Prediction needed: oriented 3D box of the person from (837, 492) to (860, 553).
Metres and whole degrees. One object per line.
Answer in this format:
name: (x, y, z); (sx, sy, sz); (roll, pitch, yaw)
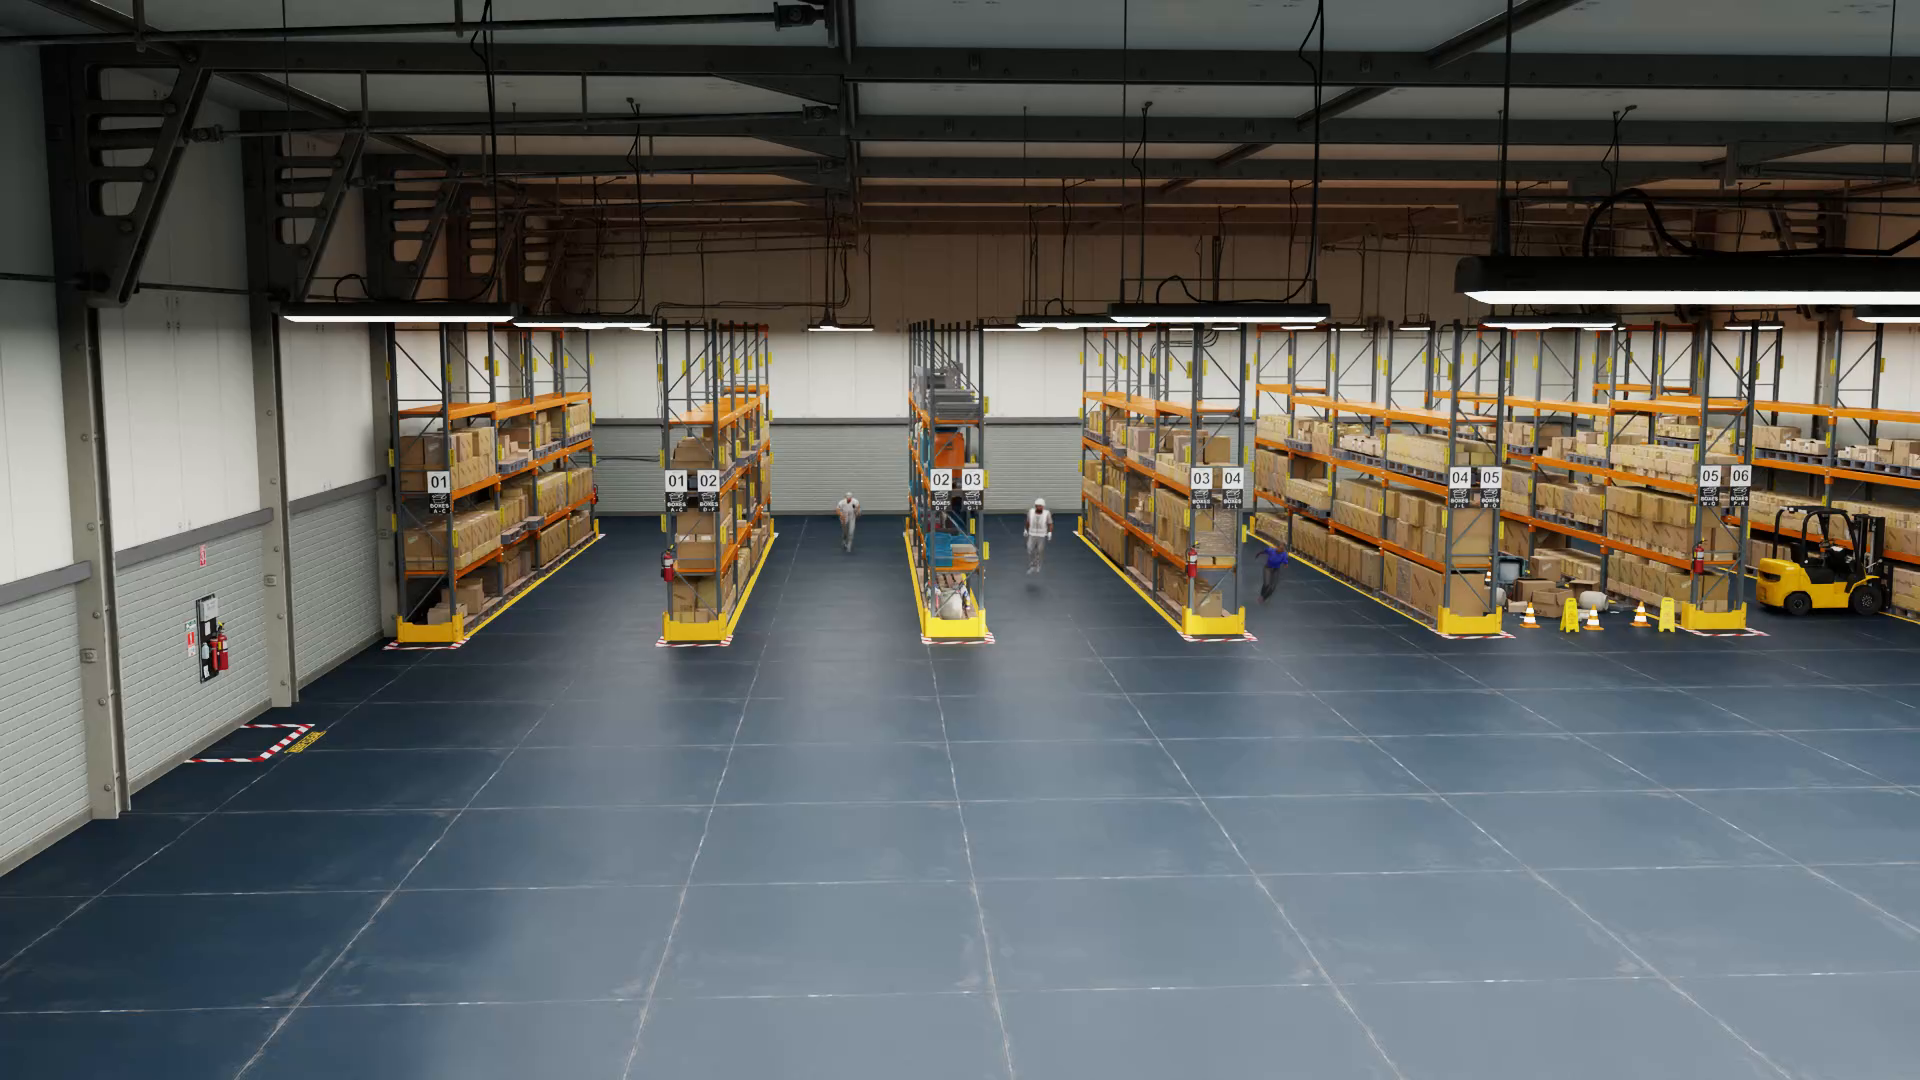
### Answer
person: (-2.977, -0.490, 44.147); (0.629, 1.628, 1.008); (-2, 7, -14)

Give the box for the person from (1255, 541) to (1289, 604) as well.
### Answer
person: (6.608, 0.695, 35.069); (0.575, 1.395, 0.979); (-1, 7, -6)

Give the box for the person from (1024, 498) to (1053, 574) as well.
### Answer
person: (1.771, -0.092, 37.716); (0.680, 1.741, 0.722); (1, 7, 5)
